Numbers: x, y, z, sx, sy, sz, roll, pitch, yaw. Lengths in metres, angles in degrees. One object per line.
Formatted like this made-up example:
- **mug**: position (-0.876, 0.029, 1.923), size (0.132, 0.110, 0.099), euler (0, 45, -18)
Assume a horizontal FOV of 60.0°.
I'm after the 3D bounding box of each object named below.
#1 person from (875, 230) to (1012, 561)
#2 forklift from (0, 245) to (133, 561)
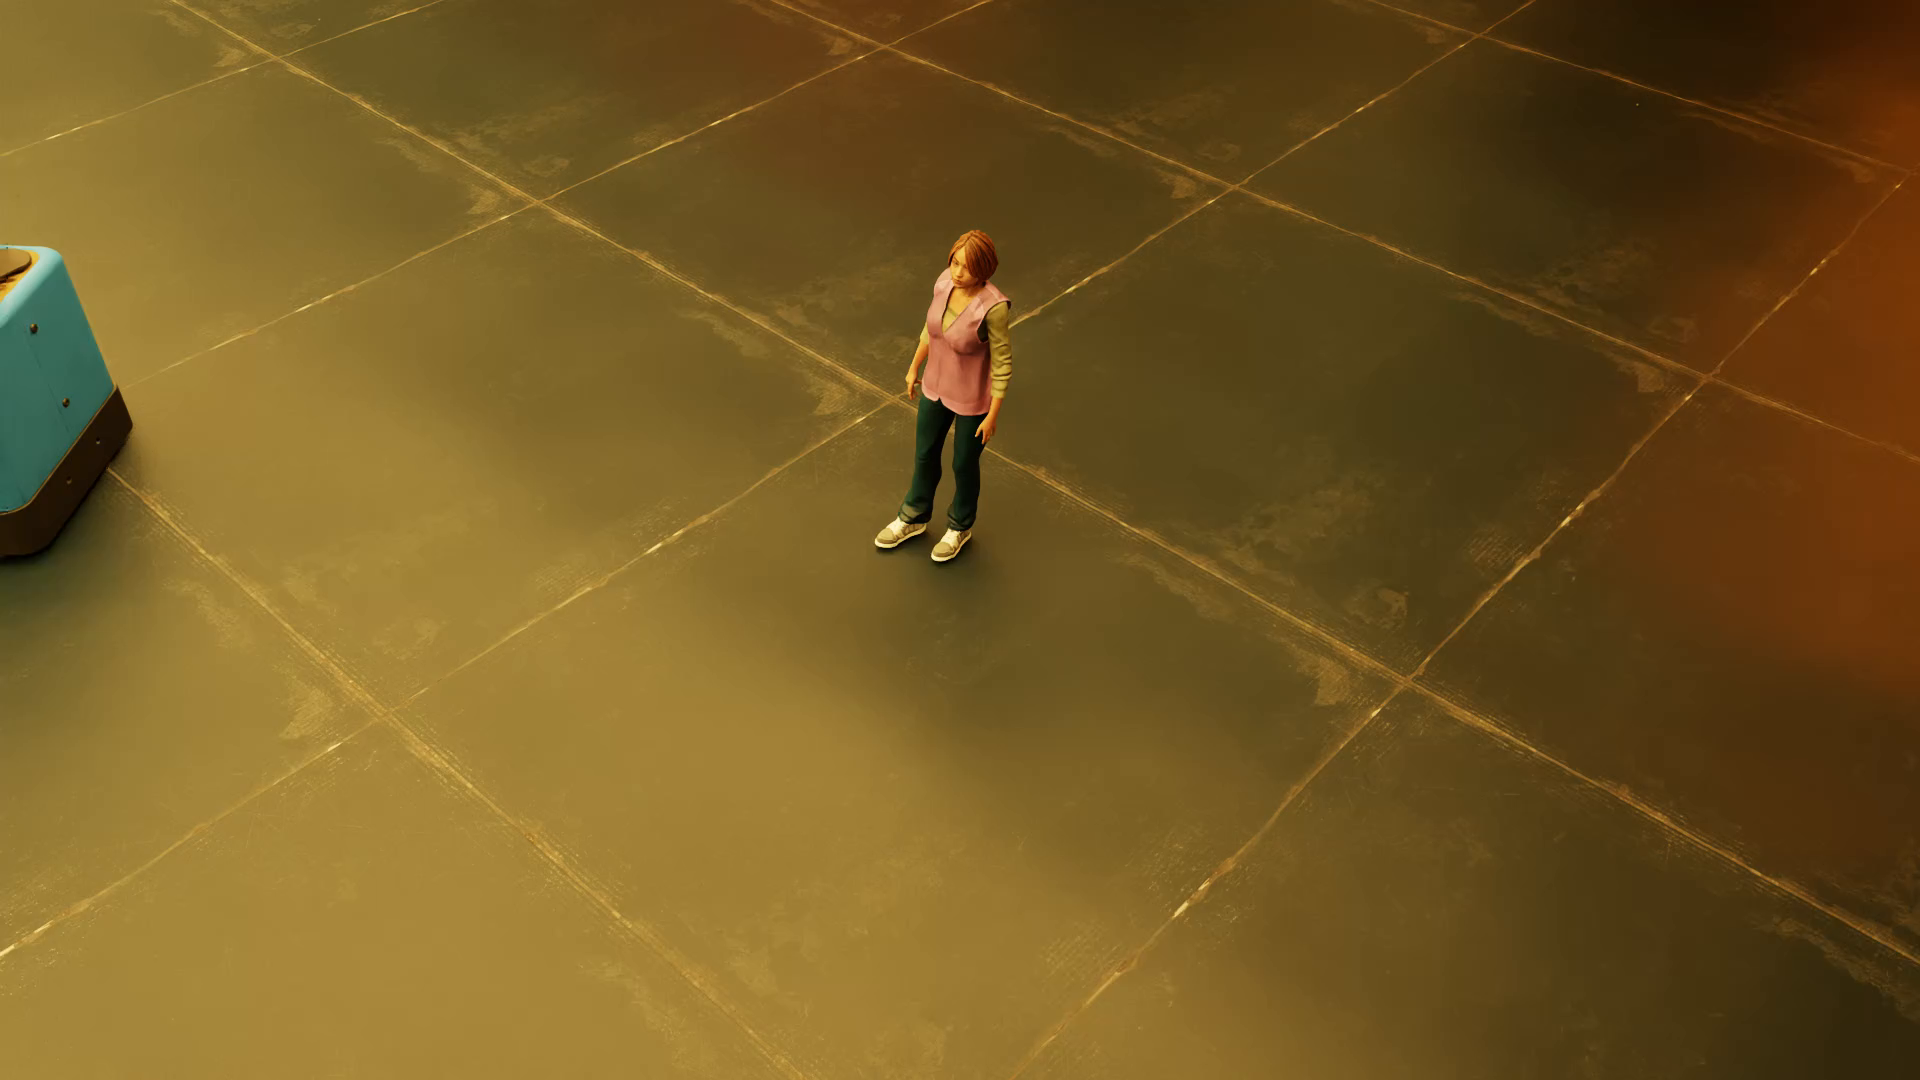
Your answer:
- **person**: position (-0.060, -0.583, 7.121), size (0.520, 1.597, 0.476), euler (31, 49, 31)
- **forklift**: position (-5.620, -1.378, 7.034), size (3.031, 2.935, 1.130), euler (2, 41, 2)
